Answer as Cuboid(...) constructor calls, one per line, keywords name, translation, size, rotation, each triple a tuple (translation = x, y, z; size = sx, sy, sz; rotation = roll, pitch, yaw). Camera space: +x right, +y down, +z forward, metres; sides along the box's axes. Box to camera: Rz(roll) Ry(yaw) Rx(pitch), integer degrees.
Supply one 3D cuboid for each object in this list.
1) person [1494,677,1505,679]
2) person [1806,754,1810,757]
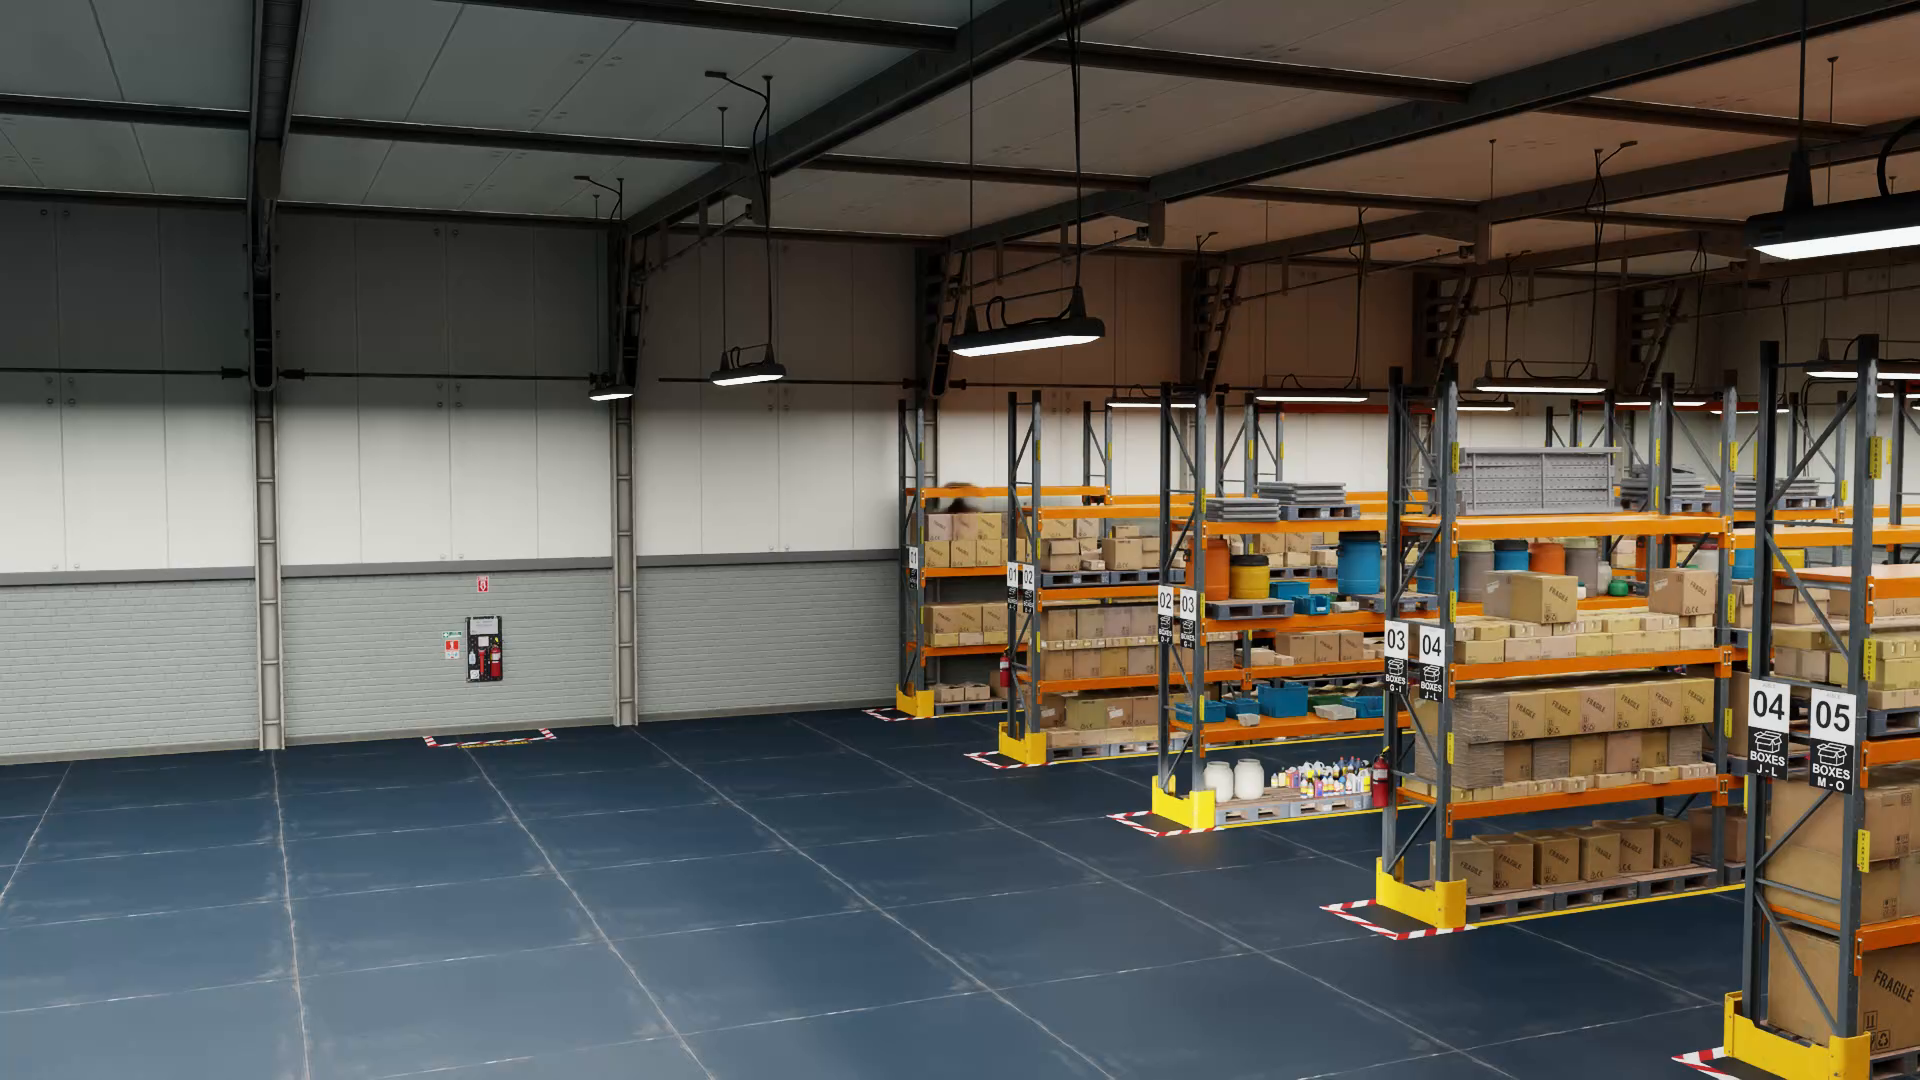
Cuboid(name="person", translation=(8.686, 2.748, 26.836), size=(1.082, 1.672, 0.517), rotation=(-1, 4, -22))
Cuboid(name="person", translation=(9.367, 3.201, 18.428), size=(0.600, 1.818, 0.573), rotation=(1, 3, 11))
